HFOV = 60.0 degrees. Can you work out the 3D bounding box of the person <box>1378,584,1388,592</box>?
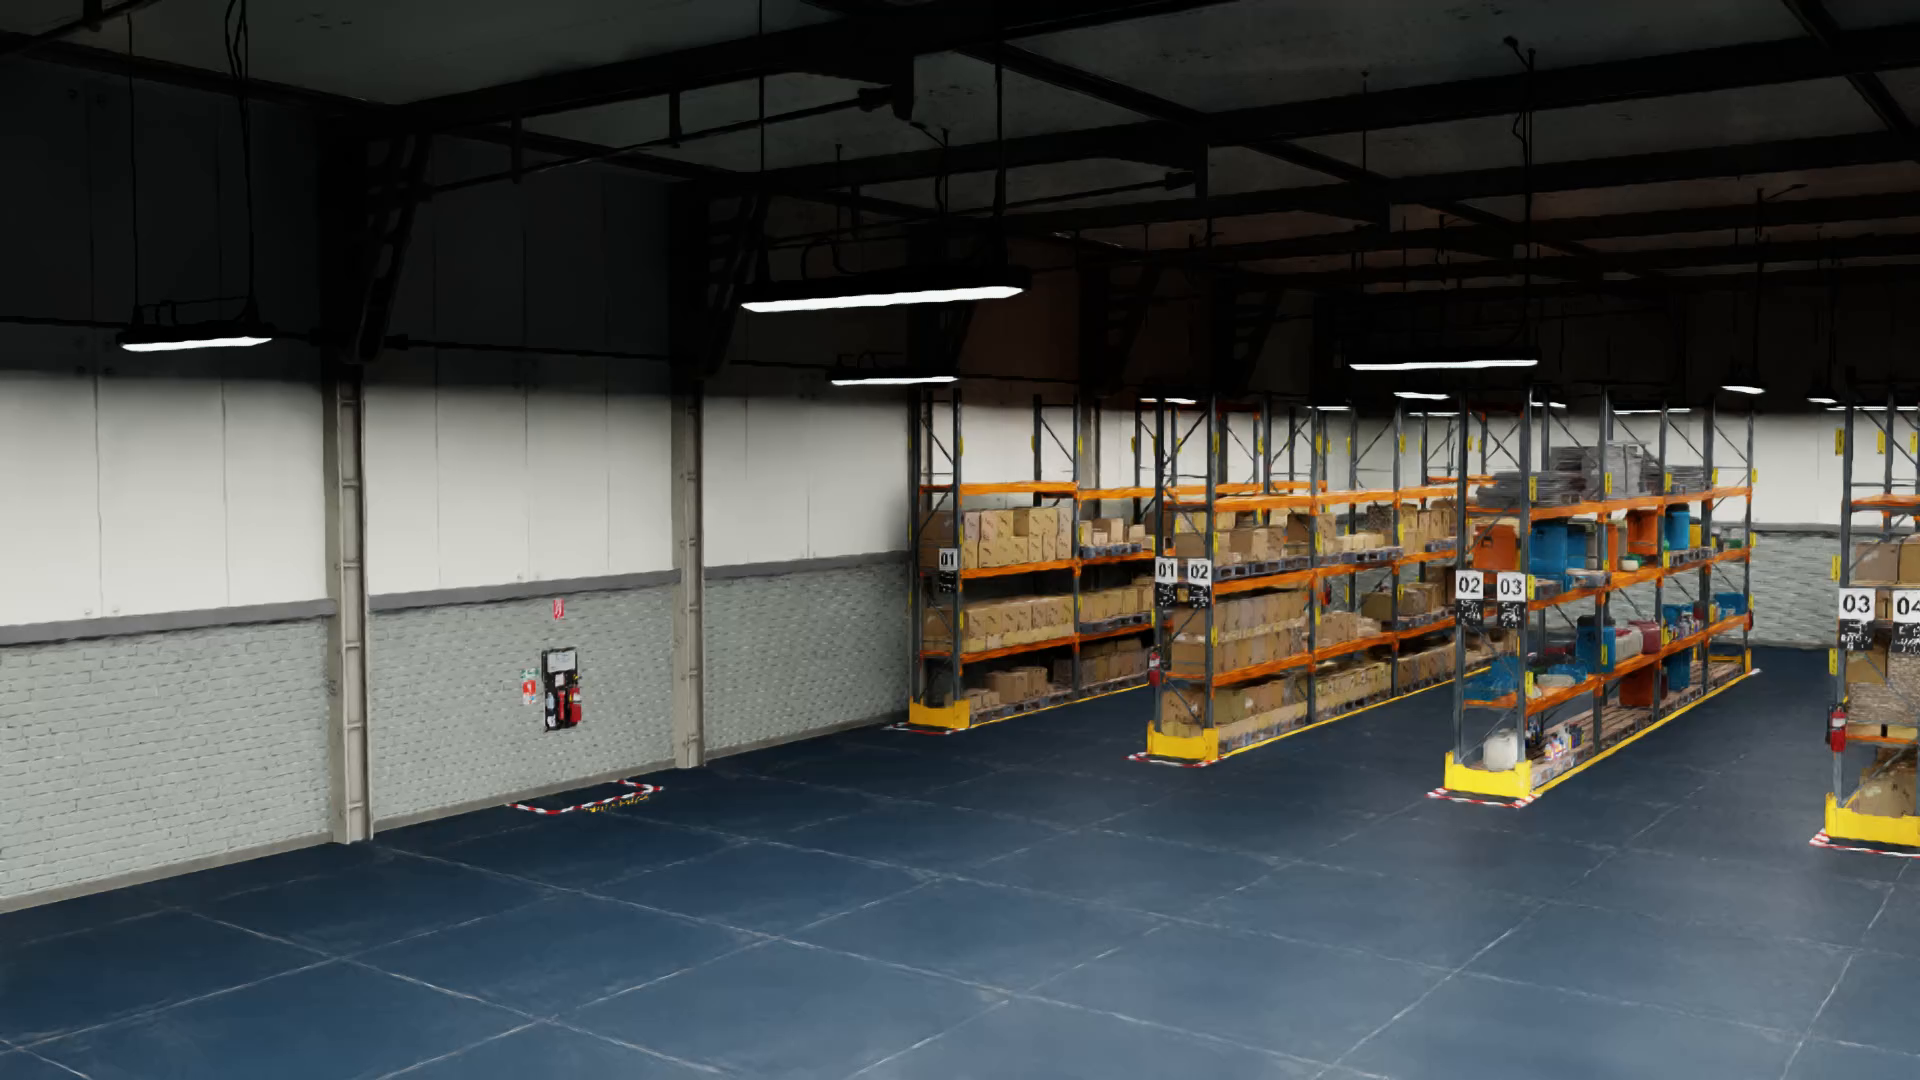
[{"bbox_3d":[10.100,1.894,39.573,0.454,1.679,0.536,1,3,17],"label":"person"}]
